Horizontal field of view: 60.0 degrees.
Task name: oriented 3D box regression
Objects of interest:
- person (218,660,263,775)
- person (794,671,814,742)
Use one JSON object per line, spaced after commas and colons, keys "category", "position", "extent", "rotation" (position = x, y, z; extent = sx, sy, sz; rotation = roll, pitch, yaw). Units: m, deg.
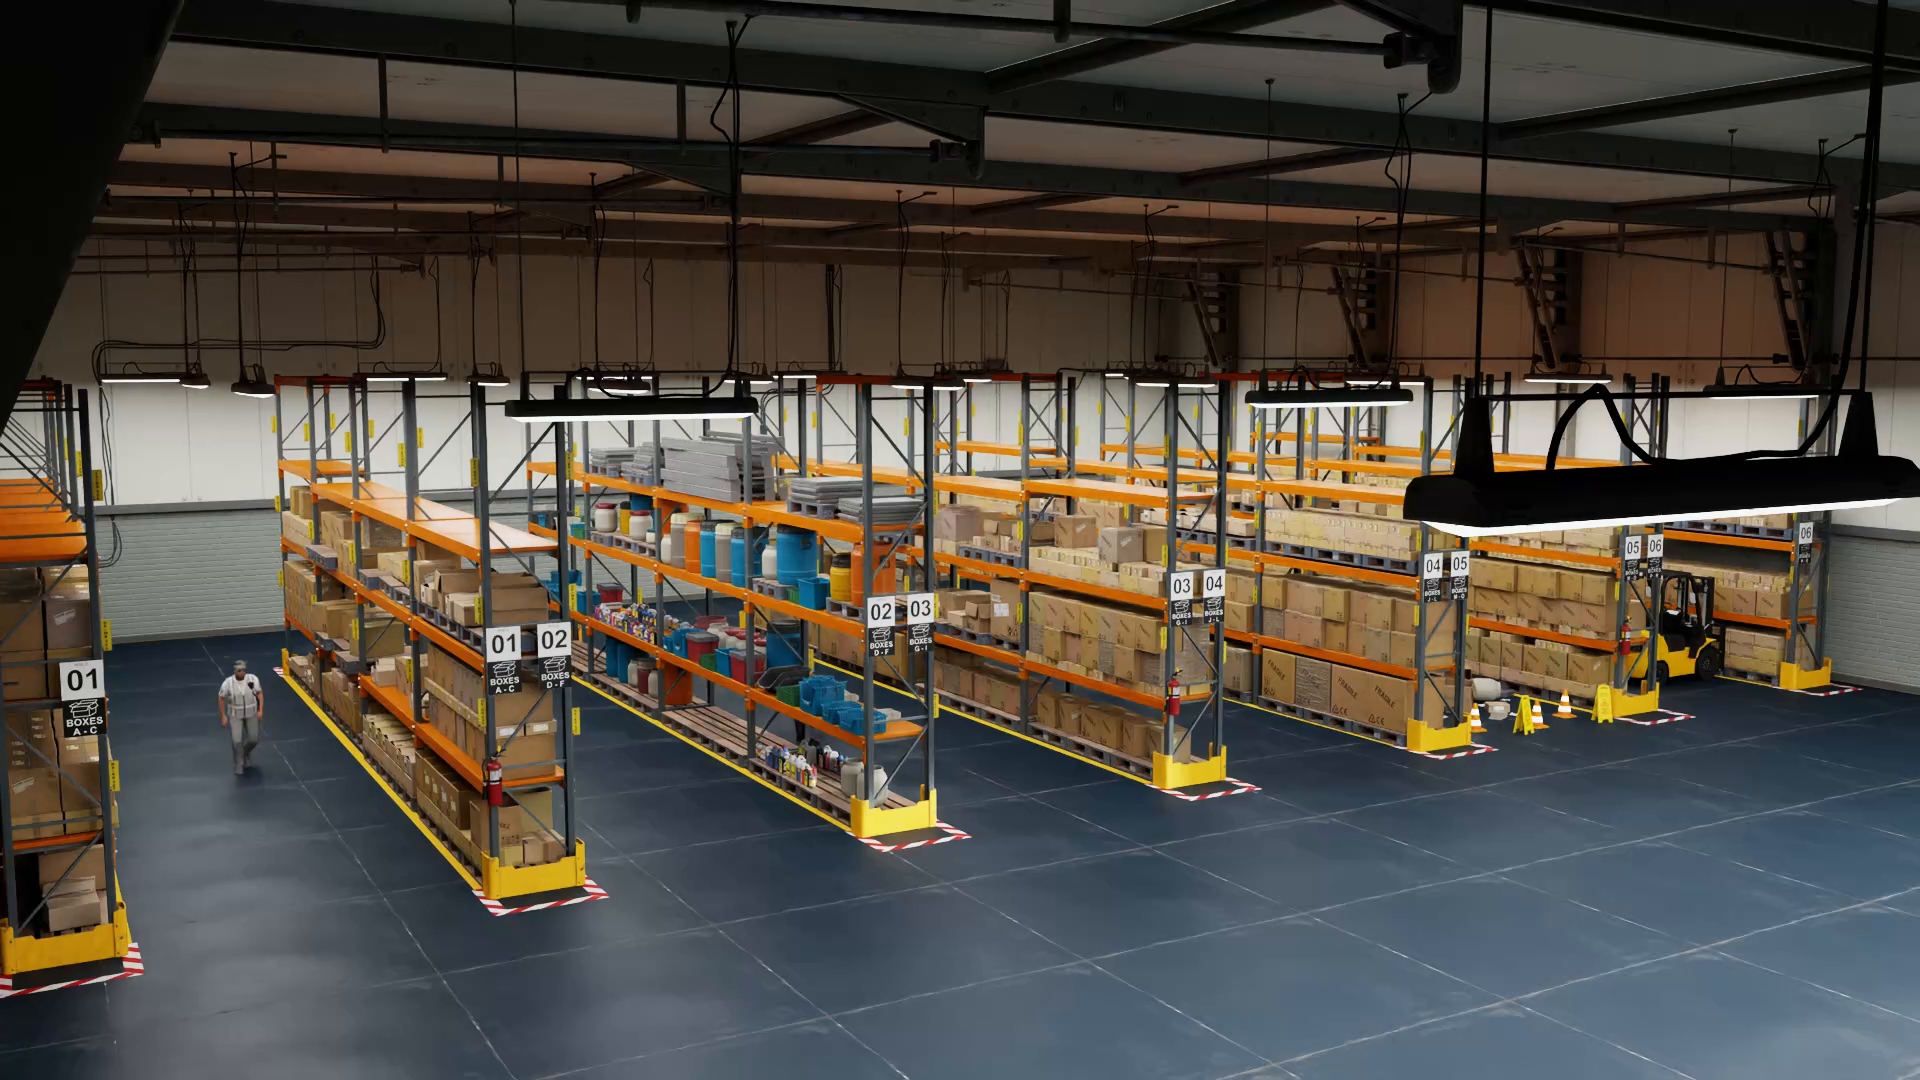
{"category": "person", "position": [-11.048, 2.684, 25.561], "extent": [0.636, 1.745, 0.590], "rotation": [-4, 7, -31]}
{"category": "person", "position": [-2.643, 2.542, 27.567], "extent": [0.538, 1.545, 0.525], "rotation": [-2, 6, -14]}
